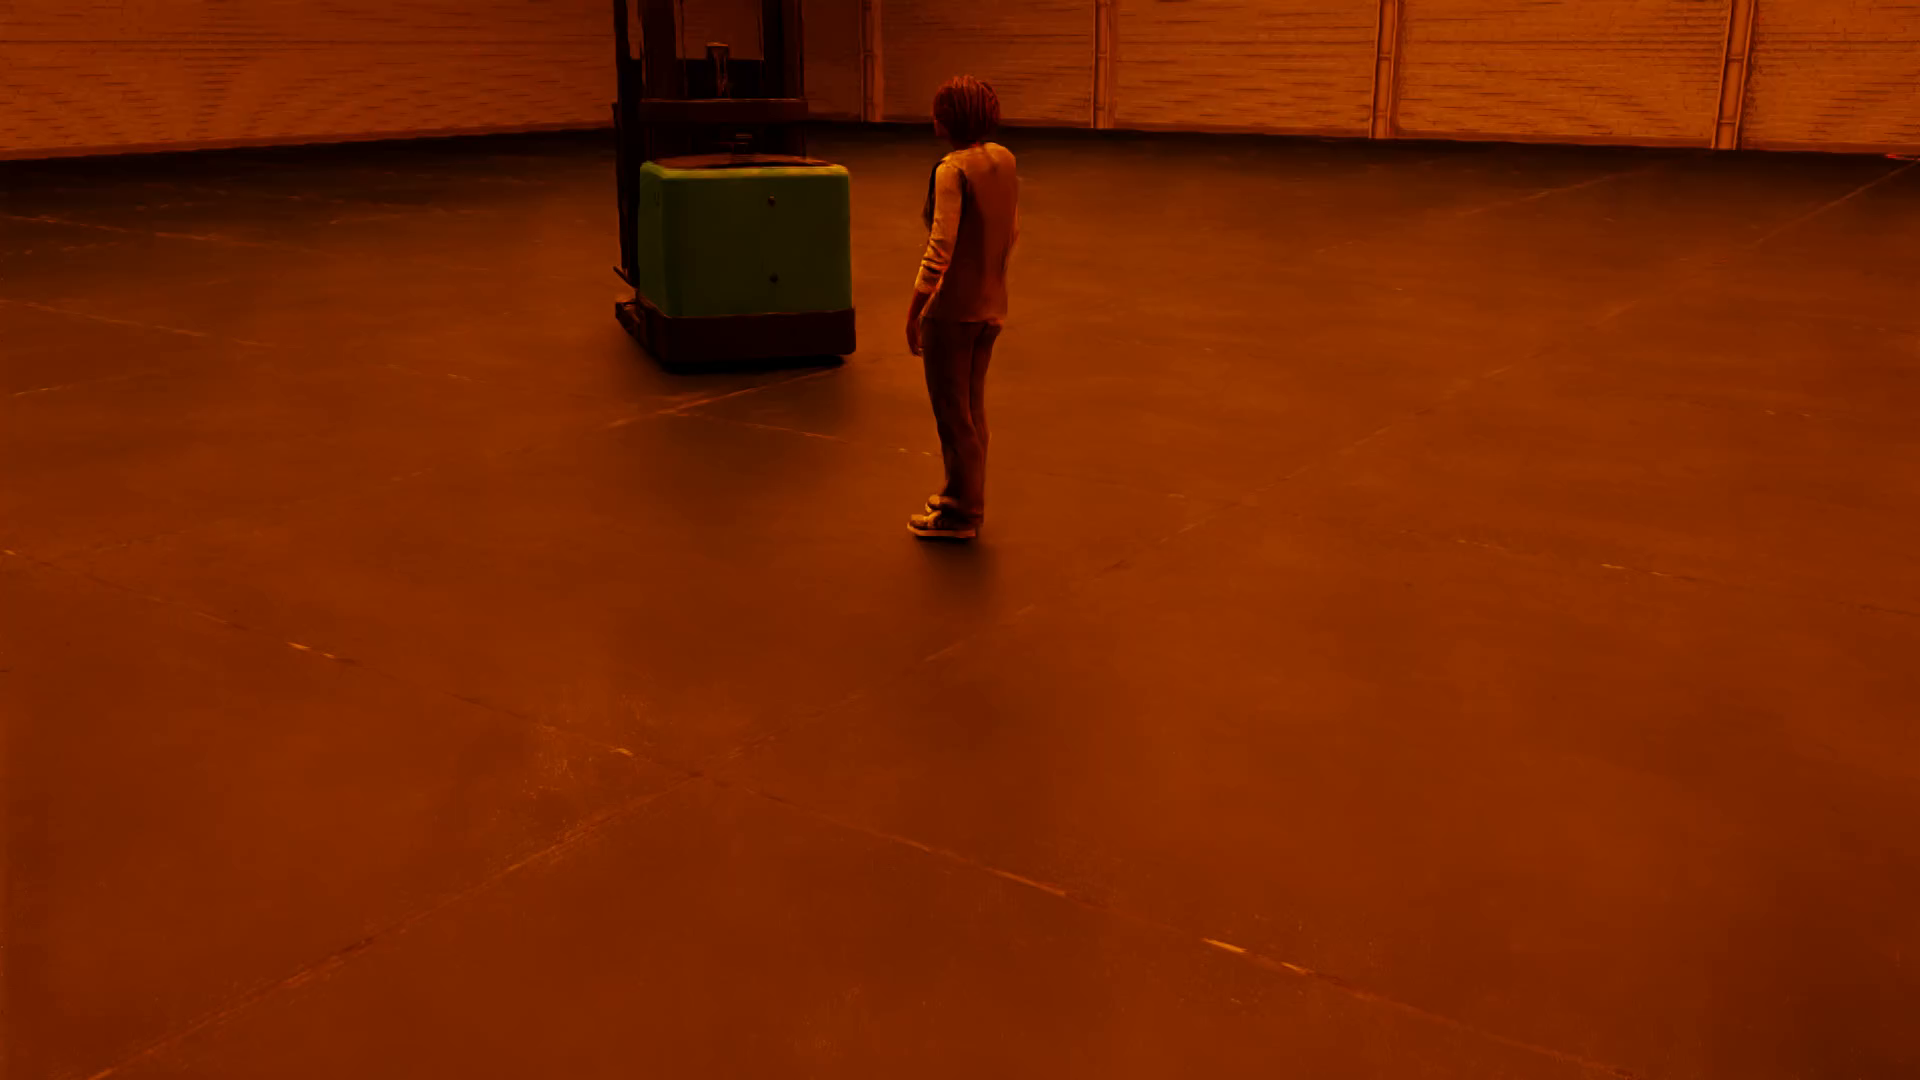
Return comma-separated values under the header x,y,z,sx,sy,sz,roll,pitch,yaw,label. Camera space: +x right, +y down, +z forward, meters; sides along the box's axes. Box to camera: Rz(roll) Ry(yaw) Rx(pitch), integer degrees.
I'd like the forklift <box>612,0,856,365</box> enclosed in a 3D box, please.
x,y,z,sx,sy,sz,roll,pitch,yaw,label
-1.534,-2.731,9.967,1.130,2.935,3.031,-6,18,-18,forklift

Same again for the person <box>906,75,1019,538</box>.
x,y,z,sx,sy,sz,roll,pitch,yaw,label
-0.053,-0.787,5.769,0.474,1.597,0.521,11,20,33,person
